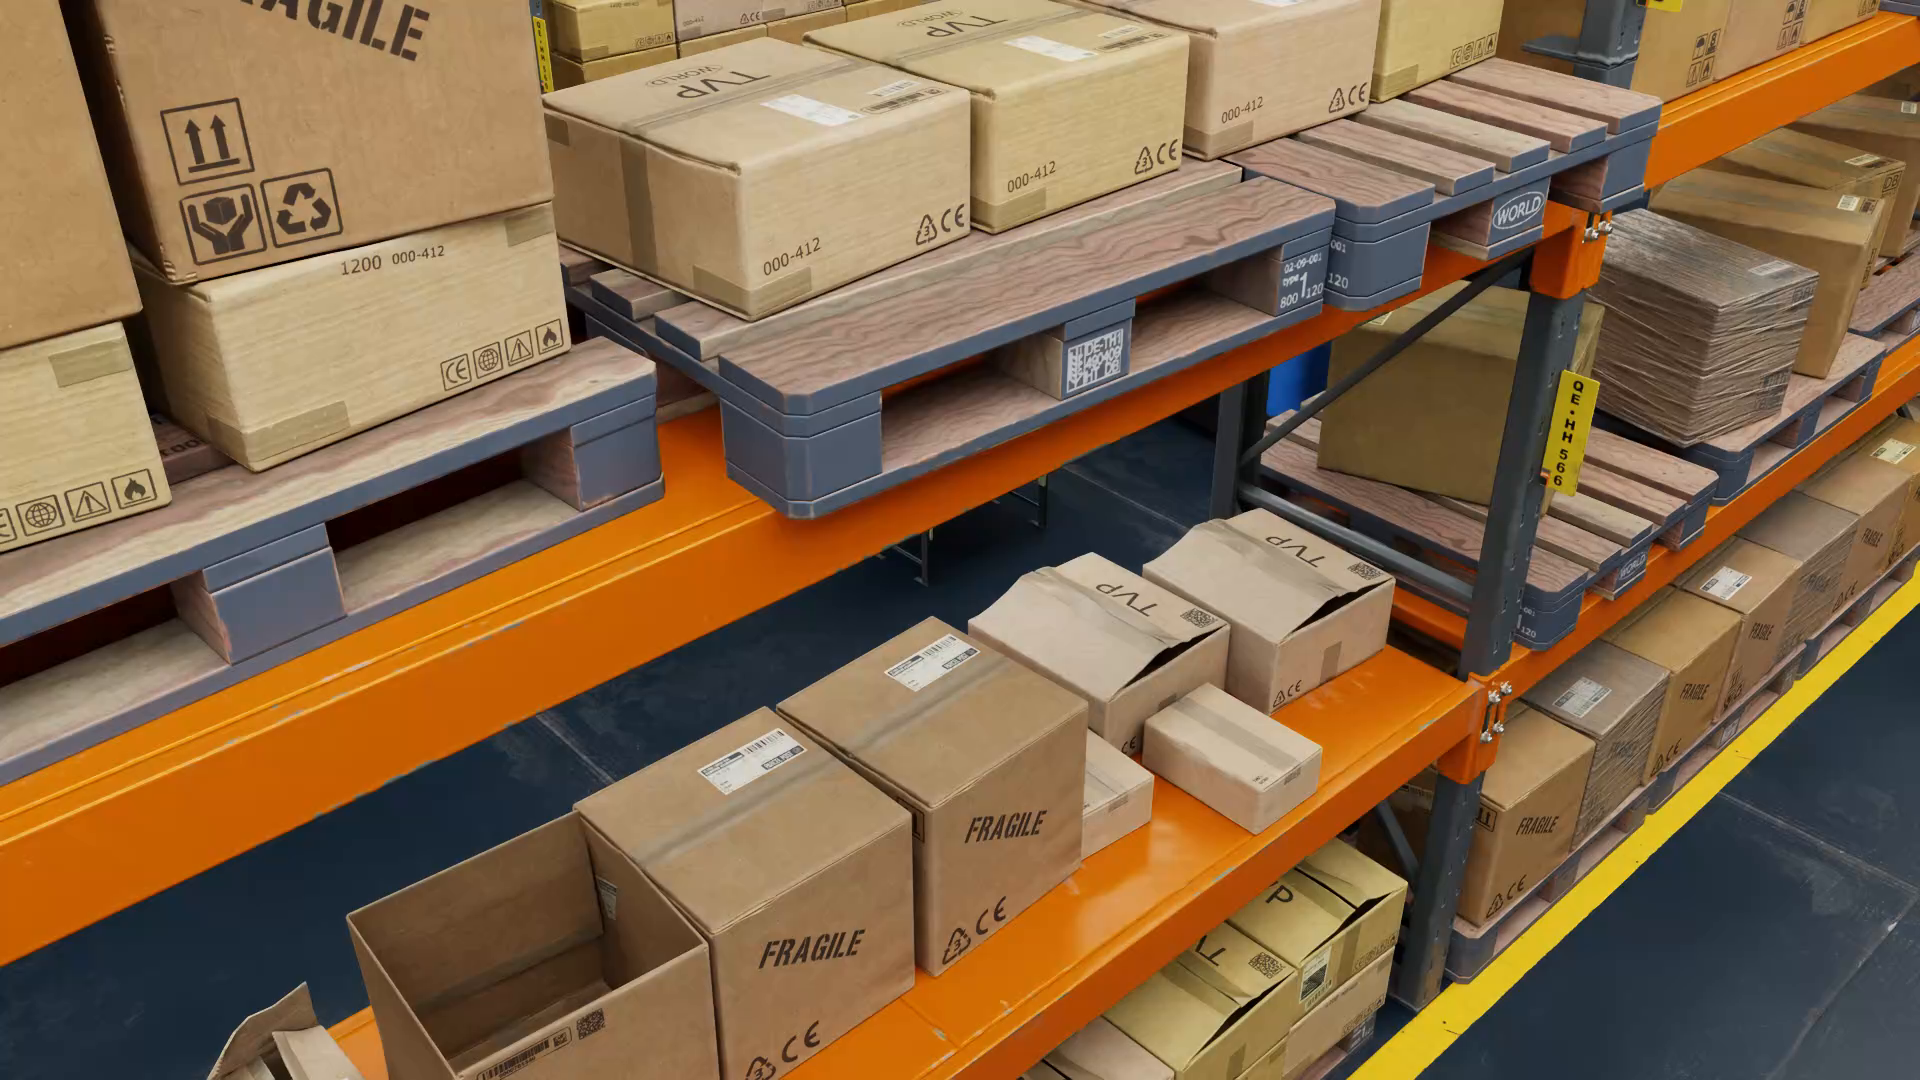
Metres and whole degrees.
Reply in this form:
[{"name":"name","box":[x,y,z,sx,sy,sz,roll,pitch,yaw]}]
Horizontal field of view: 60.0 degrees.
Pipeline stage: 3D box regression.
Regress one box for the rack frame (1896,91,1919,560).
[{"name":"rack frame","box":[4.091,-1.403,7.169,0.127,3.000,1.000,-26,40,-35]}]

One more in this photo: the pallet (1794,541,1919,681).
[{"name":"pallet","box":[3.520,0.090,7.401,1.213,0.211,1.003,-26,40,-35]}]

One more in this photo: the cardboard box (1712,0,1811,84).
[{"name":"cardboard box","box":[1.829,-1.655,4.610,0.500,0.500,0.910,-26,40,-35]}]

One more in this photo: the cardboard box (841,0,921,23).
[{"name":"cardboard box","box":[-0.551,-2.676,8.850,0.500,0.500,0.500,-25,39,-34]}]

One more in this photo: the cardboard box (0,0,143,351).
[{"name":"cardboard box","box":[-1.296,-0.484,1.813,0.500,0.500,0.500,-25,40,-35]}]

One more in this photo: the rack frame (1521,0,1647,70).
[{"name":"rack frame","box":[1.158,-2.544,3.284,0.127,3.000,1.000,-26,40,-35]}]

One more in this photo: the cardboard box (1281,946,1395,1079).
[{"name":"cardboard box","box":[0.938,1.290,4.999,0.500,0.250,0.500,-25,39,-34]}]

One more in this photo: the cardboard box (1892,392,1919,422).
[{"name":"cardboard box","box":[4.546,-0.510,7.864,0.500,0.311,0.500,-26,40,-35]}]

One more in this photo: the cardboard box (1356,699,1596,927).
[{"name":"cardboard box","box":[1.686,0.843,5.471,0.500,0.500,0.500,-24,39,-34]}]

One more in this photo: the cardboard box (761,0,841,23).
[{"name":"cardboard box","box":[-0.947,-2.808,8.348,0.500,0.250,0.500,-26,40,-35]}]

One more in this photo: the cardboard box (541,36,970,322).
[{"name":"cardboard box","box":[-0.332,-0.615,2.746,0.500,0.250,0.500,25,40,35]}]

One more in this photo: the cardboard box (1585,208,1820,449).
[{"name":"cardboard box","box":[2.344,-0.724,5.560,0.500,0.500,0.700,-18,36,-27]}]

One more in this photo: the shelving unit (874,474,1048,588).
[{"name":"shelving unit","box":[-0.005,-0.637,7.355,0.755,1.500,0.431,-26,40,-35]}]

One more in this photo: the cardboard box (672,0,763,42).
[{"name":"cardboard box","box":[-1.311,-2.629,8.055,0.500,0.250,0.500,-26,40,-36]}]

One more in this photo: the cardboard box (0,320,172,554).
[{"name":"cardboard box","box":[-1.317,-0.175,2.027,0.500,0.250,0.500,-21,37,-31]}]

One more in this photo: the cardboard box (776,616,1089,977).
[{"name":"cardboard box","box":[-0.061,0.575,3.839,0.500,0.500,0.500,27,40,36]}]

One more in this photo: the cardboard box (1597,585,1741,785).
[{"name":"cardboard box","box":[2.437,0.479,6.066,0.500,0.500,0.500,-26,40,-36]}]

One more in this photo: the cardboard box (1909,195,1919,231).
[{"name":"cardboard box","box":[4.283,-1.721,7.593,0.500,0.500,0.500,-25,39,-35]}]

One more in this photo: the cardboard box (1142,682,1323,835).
[{"name":"cardboard box","box":[0.686,0.548,4.220,0.250,0.149,0.380,-26,40,-35]}]

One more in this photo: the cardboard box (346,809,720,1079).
[{"name":"cardboard box","box":[-0.815,0.939,3.243,0.500,0.500,0.500,-23,38,-32]}]

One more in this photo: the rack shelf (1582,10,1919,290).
[{"name":"rack shelf","box":[2.624,-1.666,5.414,4.000,0.370,1.077,-26,40,-35]}]

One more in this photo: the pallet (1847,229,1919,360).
[{"name":"pallet","box":[3.431,-1.079,6.824,1.213,0.211,1.003,-26,40,-35]}]

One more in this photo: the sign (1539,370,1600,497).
[{"name":"sign","box":[1.538,-0.267,4.201,0.005,0.325,0.100,-26,40,-35]}]

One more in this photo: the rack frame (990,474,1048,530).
[{"name":"rack frame","box":[0.263,-0.767,7.567,0.023,1.500,0.400,-26,40,-35]}]

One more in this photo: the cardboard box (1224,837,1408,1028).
[{"name":"cardboard box","box":[0.941,1.051,4.852,0.500,0.311,0.500,-25,39,-34]}]

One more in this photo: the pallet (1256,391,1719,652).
[{"name":"pallet","box":[1.607,-0.170,5.336,1.003,0.211,1.213,-26,40,-35]}]

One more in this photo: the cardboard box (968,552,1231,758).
[{"name":"cardboard box","box":[0.370,0.297,4.474,0.500,0.311,0.500,-26,40,-36]}]

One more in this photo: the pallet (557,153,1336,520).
[{"name":"pallet","box":[-0.097,-0.511,3.015,1.213,0.211,1.003,-24,39,-33]}]

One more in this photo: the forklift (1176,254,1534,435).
[{"name":"forklift","box":[2.489,-2.222,8.574,3.031,2.935,1.130,-21,37,-31]}]

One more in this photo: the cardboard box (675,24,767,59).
[{"name":"cardboard box","box":[-1.292,-2.312,8.256,0.500,0.500,0.500,-24,39,-34]}]

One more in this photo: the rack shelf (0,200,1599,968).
[{"name":"rack shelf","box":[-0.309,-0.247,3.094,4.000,0.370,1.077,-26,40,-35]}]

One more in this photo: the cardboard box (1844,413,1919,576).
[{"name":"cardboard box","box":[3.924,-0.240,7.241,0.500,0.500,0.500,-26,40,-36]}]

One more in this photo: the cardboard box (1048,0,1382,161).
[{"name":"cardboard box","box":[0.491,-1.004,3.382,0.500,0.250,0.500,-25,39,-34]}]

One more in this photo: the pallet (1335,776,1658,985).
[{"name":"pallet","box":[1.731,0.955,5.986,1.213,0.211,1.003,-26,40,-35]}]

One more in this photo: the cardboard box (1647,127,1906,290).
[{"name":"cardboard box","box":[3.130,-1.274,6.460,0.500,0.500,0.700,-19,36,-28]}]

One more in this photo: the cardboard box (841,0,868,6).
[{"name":"cardboard box","box":[-0.577,-2.991,8.648,0.500,0.250,0.500,-27,40,-36]}]

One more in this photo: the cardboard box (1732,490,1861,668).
[{"name":"cardboard box","box":[3.188,0.110,6.669,0.500,0.500,0.500,-25,39,-35]}]

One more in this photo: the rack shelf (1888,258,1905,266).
[{"name":"rack shelf","box":[5.558,-1.805,8.517,4.000,0.370,1.077,-26,40,-35]}]

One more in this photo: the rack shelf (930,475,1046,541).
[{"name":"rack shelf","box":[-0.005,-0.359,7.525,0.720,0.370,0.431,-26,40,-35]}]

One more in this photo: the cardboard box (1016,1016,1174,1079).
[{"name":"cardboard box","box":[0.193,1.415,4.256,0.500,0.311,0.500,-26,40,-36]}]
